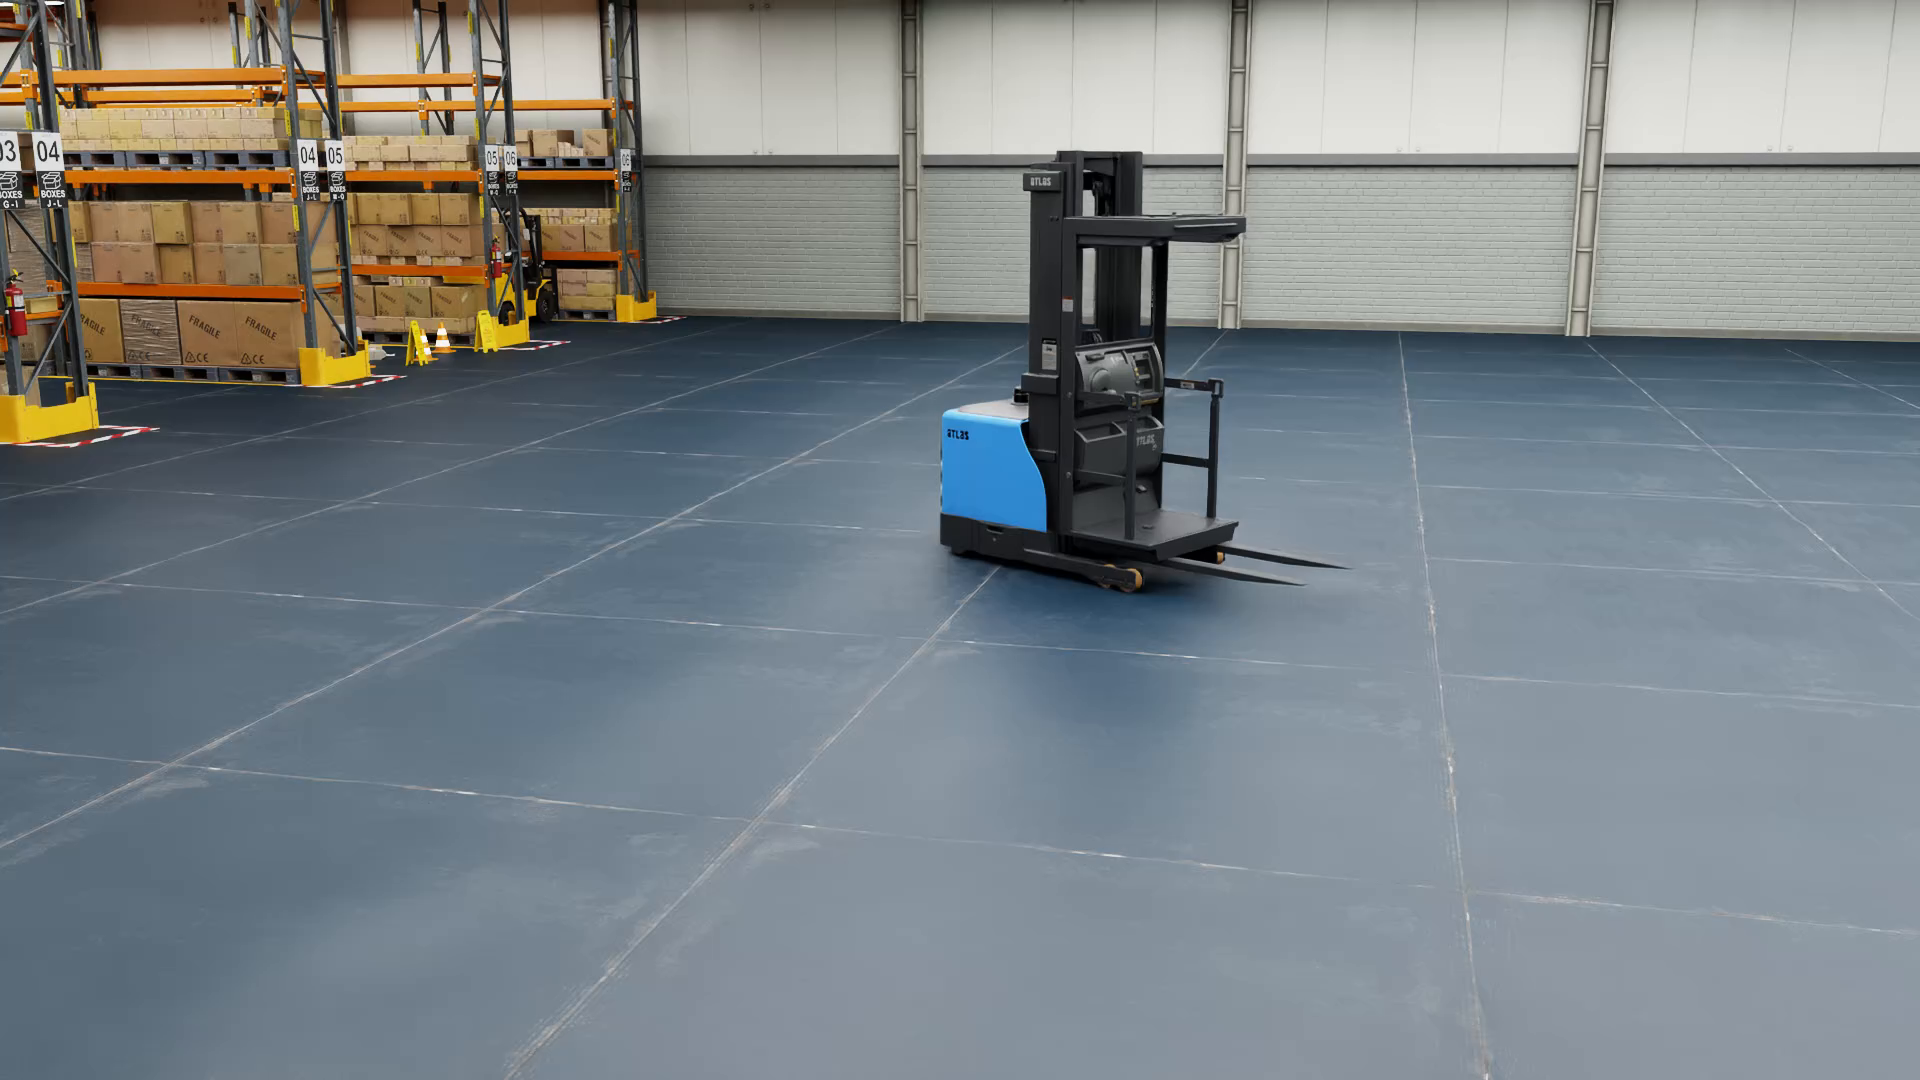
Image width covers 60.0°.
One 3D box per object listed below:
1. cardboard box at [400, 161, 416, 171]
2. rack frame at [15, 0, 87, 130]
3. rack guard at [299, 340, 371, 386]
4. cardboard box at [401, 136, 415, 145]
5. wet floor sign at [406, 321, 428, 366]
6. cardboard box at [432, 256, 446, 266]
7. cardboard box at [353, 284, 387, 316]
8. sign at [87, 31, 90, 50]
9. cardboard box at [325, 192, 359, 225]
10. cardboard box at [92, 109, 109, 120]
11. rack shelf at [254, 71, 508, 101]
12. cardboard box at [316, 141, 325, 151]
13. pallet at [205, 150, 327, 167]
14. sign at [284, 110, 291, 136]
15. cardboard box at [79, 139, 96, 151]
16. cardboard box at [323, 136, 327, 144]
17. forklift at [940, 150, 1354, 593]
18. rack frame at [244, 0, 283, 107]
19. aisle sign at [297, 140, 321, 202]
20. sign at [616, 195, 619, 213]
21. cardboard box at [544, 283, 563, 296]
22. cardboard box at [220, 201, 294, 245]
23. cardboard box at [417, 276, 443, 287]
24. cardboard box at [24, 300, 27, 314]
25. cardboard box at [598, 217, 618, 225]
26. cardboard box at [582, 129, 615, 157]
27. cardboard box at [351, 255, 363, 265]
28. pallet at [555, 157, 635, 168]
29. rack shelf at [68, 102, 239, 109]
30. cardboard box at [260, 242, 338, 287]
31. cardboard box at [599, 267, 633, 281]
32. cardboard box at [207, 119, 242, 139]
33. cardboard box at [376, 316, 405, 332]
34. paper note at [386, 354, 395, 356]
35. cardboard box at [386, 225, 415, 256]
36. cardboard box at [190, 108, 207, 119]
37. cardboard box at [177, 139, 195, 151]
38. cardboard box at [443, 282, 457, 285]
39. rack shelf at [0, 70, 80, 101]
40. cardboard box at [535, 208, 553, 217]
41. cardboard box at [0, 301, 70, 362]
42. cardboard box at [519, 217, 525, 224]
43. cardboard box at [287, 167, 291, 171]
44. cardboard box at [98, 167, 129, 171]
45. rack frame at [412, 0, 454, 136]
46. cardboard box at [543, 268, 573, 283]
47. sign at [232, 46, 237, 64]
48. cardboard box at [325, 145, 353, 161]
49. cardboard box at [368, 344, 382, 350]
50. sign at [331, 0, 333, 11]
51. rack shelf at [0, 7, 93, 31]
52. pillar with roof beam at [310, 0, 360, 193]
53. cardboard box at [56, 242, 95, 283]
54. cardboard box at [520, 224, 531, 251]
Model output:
[{"bbox_3d":[-8.850,-6.051,26.909,0.250,0.149,0.380,3,13,13],"label":"cardboard box"},{"bbox_3d":[-12.426,-6.782,22.702,0.127,3.000,1.000,3,13,14],"label":"rack frame"},{"bbox_3d":[-8.519,-2.424,22.681,0.348,0.500,1.175,3,13,14],"label":"rack guard"},{"bbox_3d":[-8.817,-6.448,26.858,0.250,0.149,0.380,3,13,14],"label":"cardboard box"},{"bbox_3d":[-8.040,-2.911,24.541,0.232,0.644,0.267,1,13,4],"label":"wet floor sign"},{"bbox_3d":[-8.385,-4.552,27.078,0.250,0.149,0.380,3,13,13],"label":"cardboard box"},{"bbox_3d":[-9.804,-3.989,27.607,0.500,0.500,0.500,4,13,16],"label":"cardboard box"},{"bbox_3d":[-15.101,-8.645,28.760,0.005,0.325,0.100,3,13,14],"label":"sign"},{"bbox_3d":[-9.991,-5.451,27.324,0.500,0.500,0.700,3,13,12],"label":"cardboard box"},{"bbox_3d":[-11.414,-5.709,22.327,0.250,0.149,0.380,3,13,13],"label":"cardboard box"},{"bbox_3d":[-9.396,-7.372,27.028,4.000,0.370,1.077,3,13,14],"label":"rack shelf"},{"bbox_3d":[-8.798,-5.327,22.446,0.250,0.149,0.380,3,13,14],"label":"cardboard box"},{"bbox_3d":[-9.265,-5.103,22.264,1.213,0.211,1.003,3,13,14],"label":"pallet"},{"bbox_3d":[-8.686,-5.391,21.493,0.005,0.325,0.100,3,13,14],"label":"sign"},{"bbox_3d":[-11.660,-5.332,22.472,0.250,0.149,0.380,3,13,13],"label":"cardboard box"},{"bbox_3d":[-10.348,-6.504,27.110,0.250,0.149,0.380,3,13,13],"label":"cardboard box"},{"bbox_3d":[1.282,-1.201,11.554,3.031,2.935,1.130,11,17,41],"label":"forklift"},{"bbox_3d":[-11.338,-7.829,27.417,0.127,3.000,1.000,3,13,14],"label":"rack frame"},{"bbox_3d":[-8.545,-4.848,21.834,0.004,0.787,0.394,3,13,14],"label":"aisle sign"},{"bbox_3d":[-6.412,-6.304,31.175,0.005,0.325,0.100,3,13,14],"label":"sign"},{"bbox_3d":[-7.807,-4.853,32.081,0.500,0.250,0.500,3,13,12],"label":"cardboard box"},{"bbox_3d":[-9.449,-4.283,22.448,0.550,0.550,0.875,3,13,14],"label":"cardboard box"},{"bbox_3d":[-8.667,-4.229,27.195,0.250,0.149,0.380,3,13,15],"label":"cardboard box"},{"bbox_3d":[-10.155,-2.457,17.637,0.250,0.149,0.380,3,13,14],"label":"cardboard box"},{"bbox_3d":[-6.673,-6.061,31.571,0.250,0.149,0.380,3,13,14],"label":"cardboard box"},{"bbox_3d":[-6.757,-7.475,31.318,0.500,0.500,0.500,3,13,15],"label":"cardboard box"},{"bbox_3d":[-9.869,-4.625,27.408,0.250,0.149,0.380,3,13,14],"label":"cardboard box"},{"bbox_3d":[-6.949,-7.200,31.712,1.213,0.211,1.003,3,13,14],"label":"pallet"},{"bbox_3d":[-15.978,-8.637,33.648,4.000,0.370,1.077,3,13,14],"label":"rack shelf"},{"bbox_3d":[-8.914,-3.729,22.444,0.550,0.550,0.875,3,13,14],"label":"cardboard box"},{"bbox_3d":[-6.690,-5.152,32.273,0.500,0.250,0.500,3,13,13],"label":"cardboard box"},{"bbox_3d":[-9.570,-5.429,21.986,0.500,0.250,0.500,3,13,14],"label":"cardboard box"},{"bbox_3d":[-9.314,-3.595,27.564,0.500,0.250,0.500,3,13,12],"label":"cardboard box"},{"bbox_3d":[-8.849,-2.873,25.787,0.142,0.019,0.148,-1,13,-6],"label":"paper note"},{"bbox_3d":[-9.017,-4.910,27.196,0.500,0.500,0.500,3,13,13],"label":"cardboard box"},{"bbox_3d":[-9.936,-5.630,21.971,0.250,0.149,0.380,3,13,14],"label":"cardboard box"},{"bbox_3d":[-10.180,-5.254,22.116,0.250,0.149,0.380,3,13,14],"label":"cardboard box"},{"bbox_3d":[-8.703,-4.048,27.877,0.500,0.500,0.500,3,13,11],"label":"cardboard box"},{"bbox_3d":[-14.368,-6.340,23.291,4.000,0.370,1.077,3,13,14],"label":"rack shelf"},{"bbox_3d":[-7.930,-6.266,31.811,0.250,0.149,0.380,3,13,15],"label":"cardboard box"},{"bbox_3d":[-13.050,-2.974,23.610,0.750,0.750,1.050,3,13,13],"label":"cardboard box"},{"bbox_3d":[-8.409,-6.153,31.987,0.250,0.149,0.380,3,13,12],"label":"cardboard box"},{"bbox_3d":[-10.854,-6.148,27.347,0.250,0.149,0.380,3,13,14],"label":"cardboard box"},{"bbox_3d":[-14.304,-6.569,28.436,0.500,0.500,0.700,3,13,14],"label":"cardboard box"},{"bbox_3d":[-10.152,-8.873,32.123,0.127,3.000,1.000,3,13,14],"label":"rack frame"},{"bbox_3d":[-7.780,-5.095,32.016,0.500,0.250,0.500,3,13,14],"label":"cardboard box"},{"bbox_3d":[-14.156,-9.460,32.432,0.005,0.325,0.100,3,13,14],"label":"sign"},{"bbox_3d":[-9.990,-6.302,27.122,0.500,0.250,0.500,3,13,14],"label":"cardboard box"},{"bbox_3d":[-9.210,-2.944,25.832,0.250,0.149,0.380,12,17,43],"label":"cardboard box"},{"bbox_3d":[-8.403,-7.224,22.173,0.005,0.325,0.100,3,13,14],"label":"sign"},{"bbox_3d":[-19.861,-10.663,34.180,4.000,0.370,1.077,3,13,14],"label":"rack shelf"},{"bbox_3d":[-13.586,-8.297,29.527,0.548,9.000,9.100,3,13,14],"label":"pillar with roof beam"},{"bbox_3d":[-12.065,-3.910,23.260,0.550,0.550,0.875,3,13,14],"label":"cardboard box"},{"bbox_3d":[-8.299,-5.834,32.049,0.500,0.500,0.500,3,13,14],"label":"cardboard box"}]
